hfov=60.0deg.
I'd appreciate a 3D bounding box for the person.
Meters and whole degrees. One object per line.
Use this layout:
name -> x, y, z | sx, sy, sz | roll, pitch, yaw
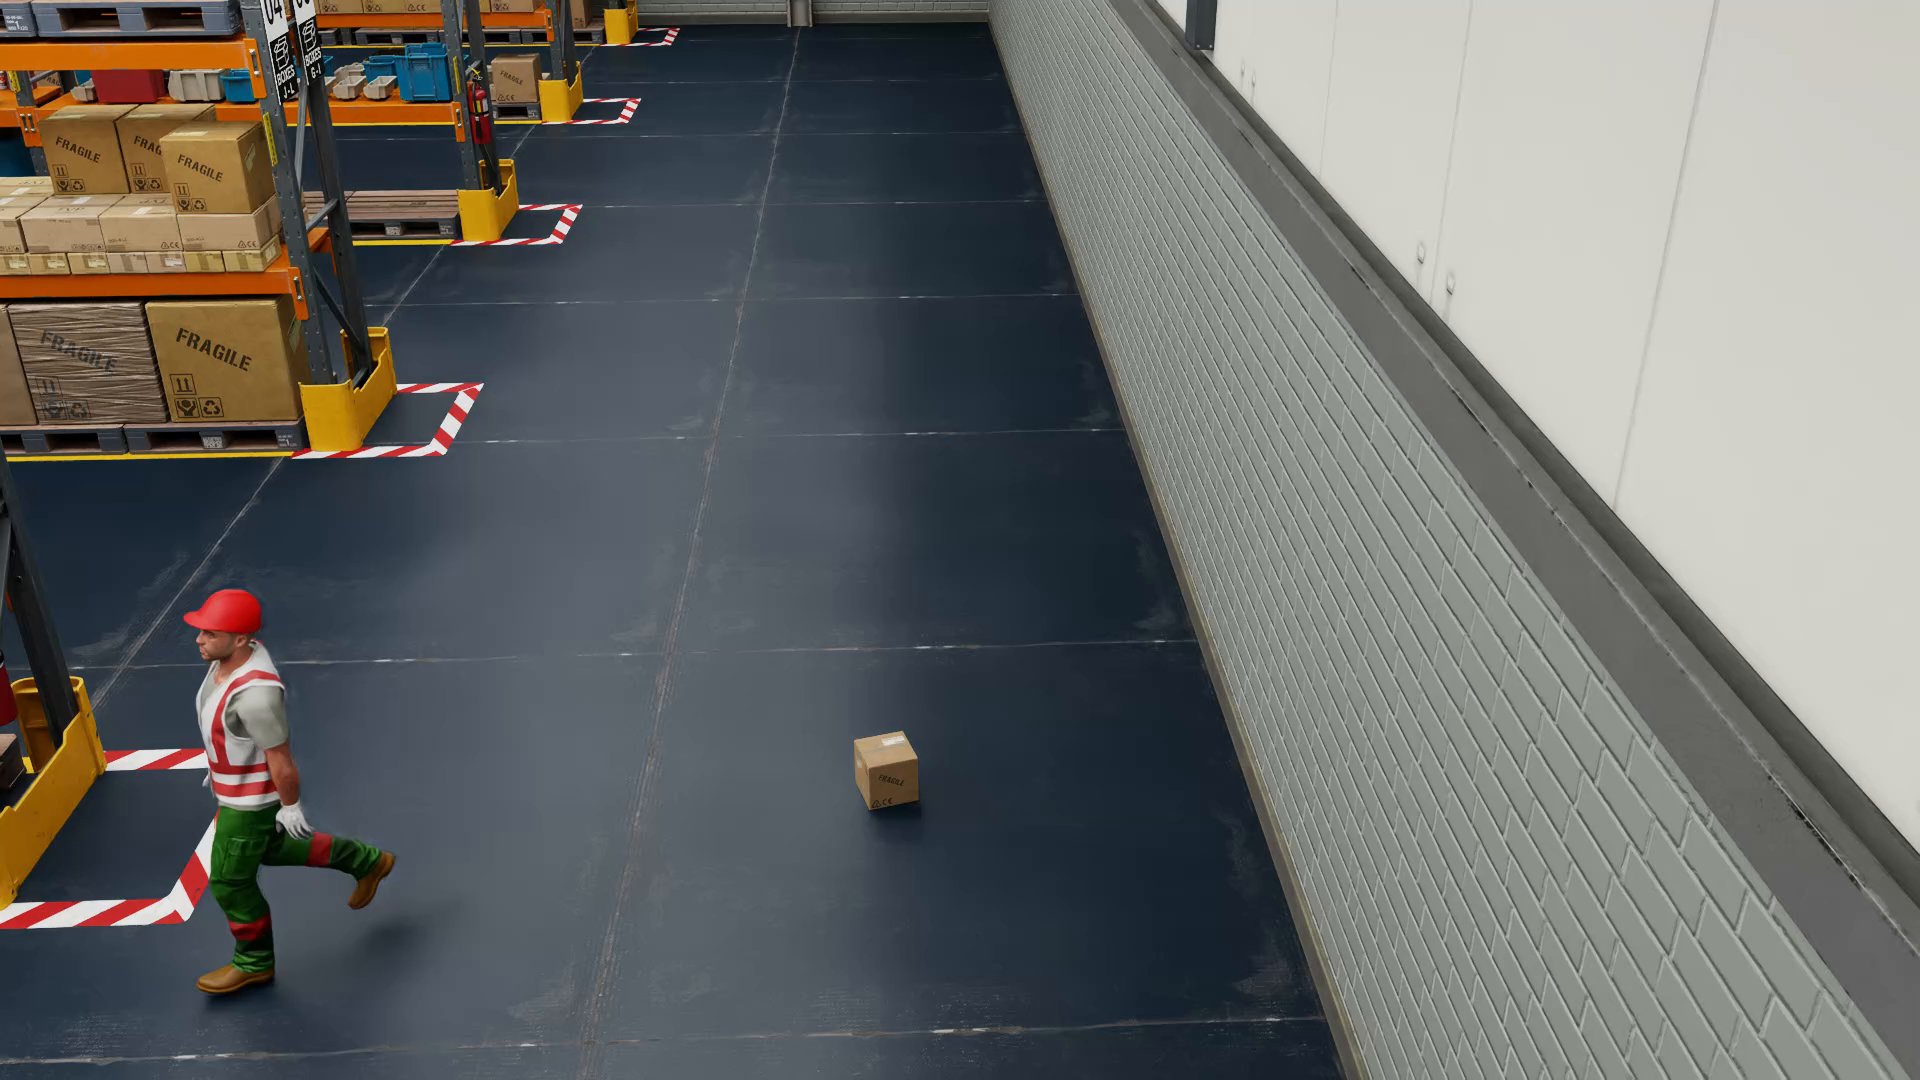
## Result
person -> -2.813, 0.976, 6.681 | 0.814, 1.763, 0.531 | -14, 30, -24
